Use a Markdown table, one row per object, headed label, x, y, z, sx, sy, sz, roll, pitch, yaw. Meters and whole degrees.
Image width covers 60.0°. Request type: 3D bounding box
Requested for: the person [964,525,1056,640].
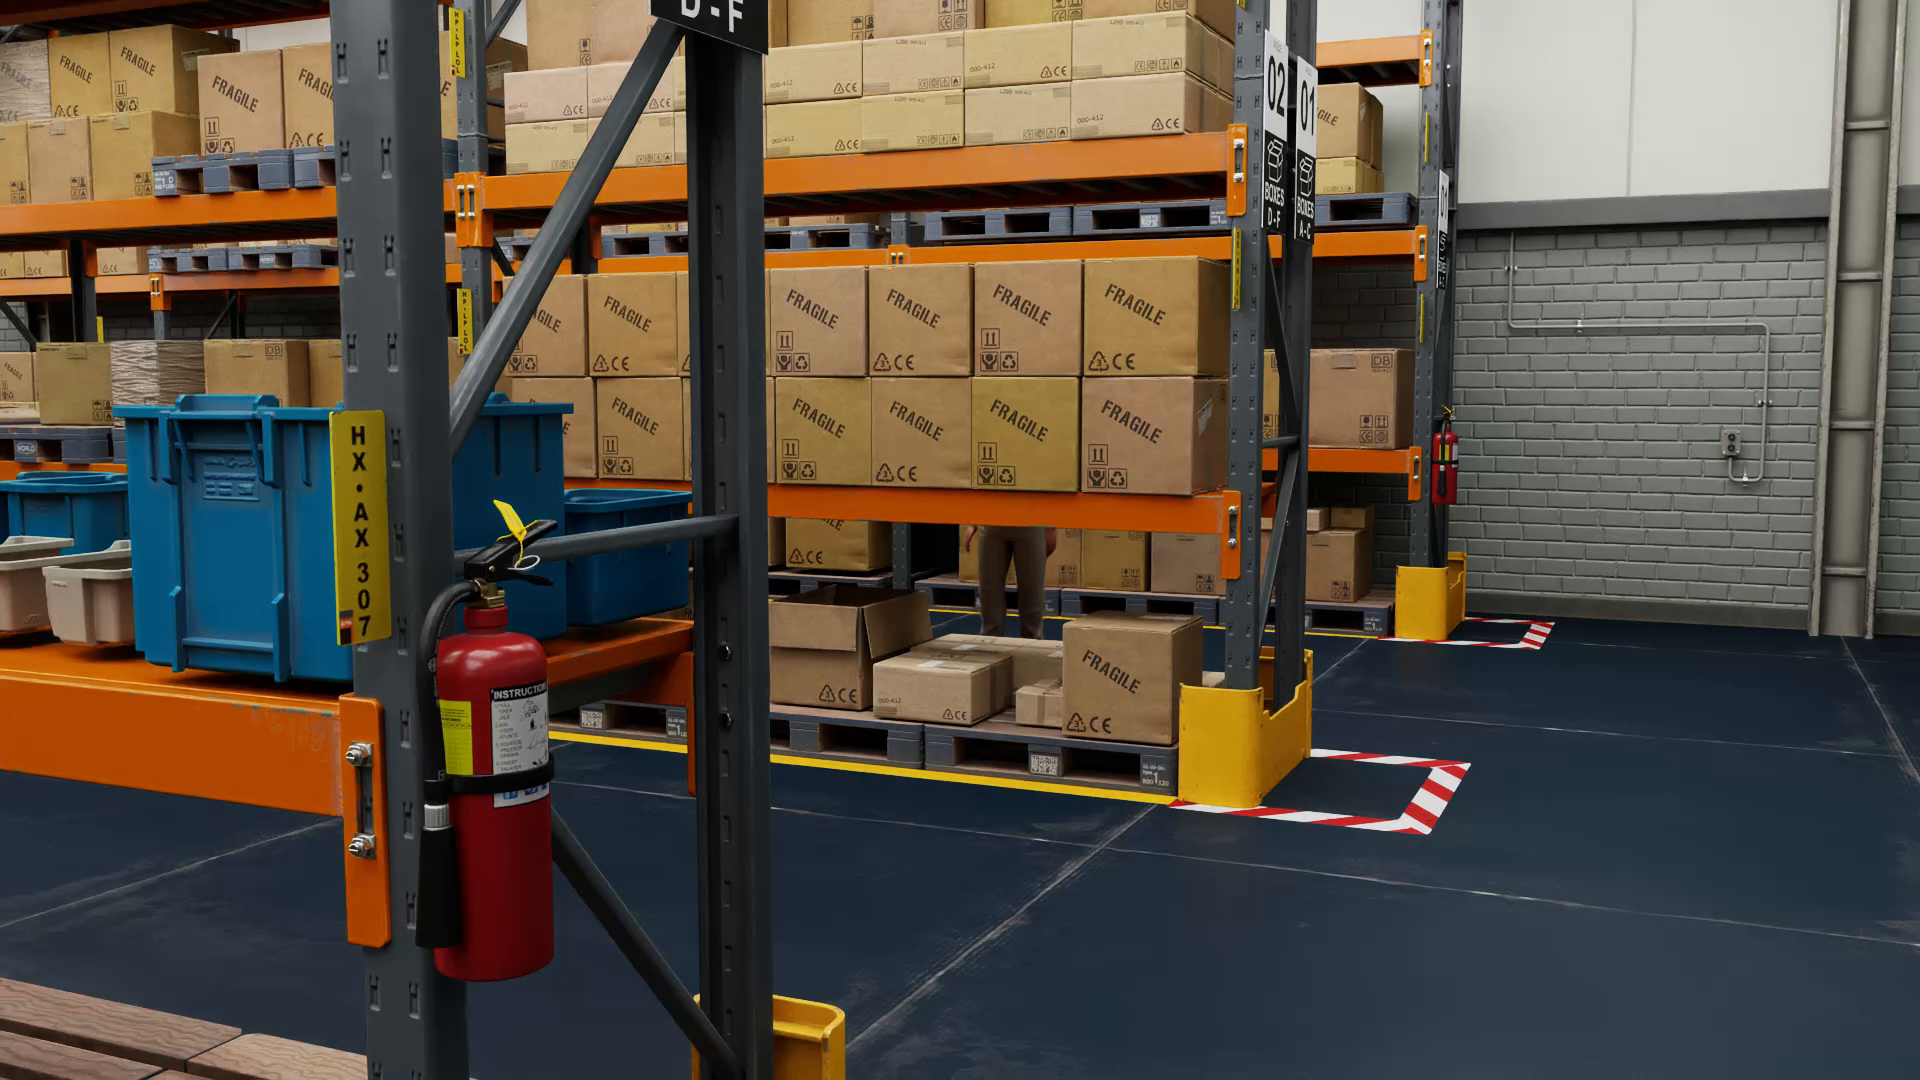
| label | x | y | z | sx | sy | sz | roll | pitch | yaw |
| --- | --- | --- | --- | --- | --- | --- | --- | --- | --- |
| person | 0.302 | -0.060 | 10.064 | 0.593 | 1.734 | 0.439 | 2 | 6 | 18 |
